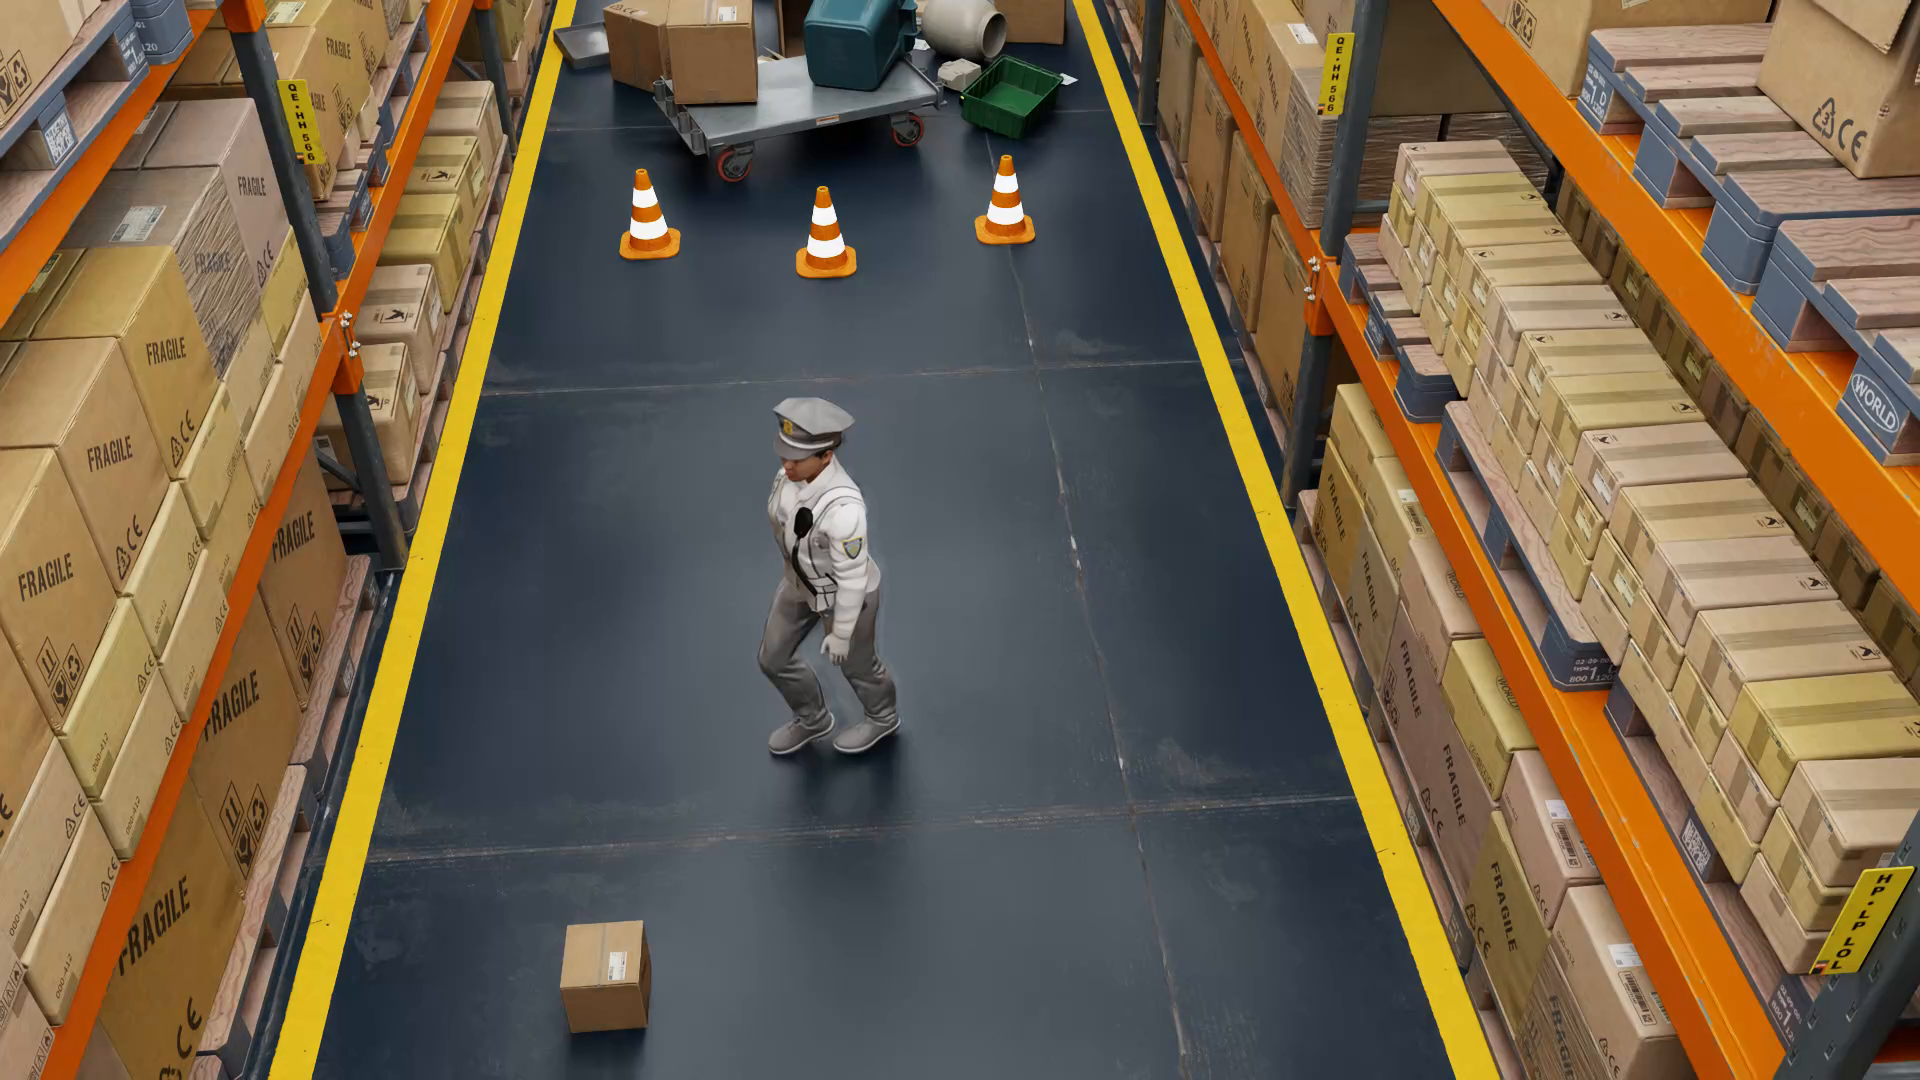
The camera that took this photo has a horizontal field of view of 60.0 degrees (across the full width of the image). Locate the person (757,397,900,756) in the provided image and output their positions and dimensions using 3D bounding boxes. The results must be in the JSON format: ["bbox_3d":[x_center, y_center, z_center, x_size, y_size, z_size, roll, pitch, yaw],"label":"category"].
[{"bbox_3d":[-0.443,0.190,5.899,0.515,1.690,0.509,-24,45,-26],"label":"person"}]
